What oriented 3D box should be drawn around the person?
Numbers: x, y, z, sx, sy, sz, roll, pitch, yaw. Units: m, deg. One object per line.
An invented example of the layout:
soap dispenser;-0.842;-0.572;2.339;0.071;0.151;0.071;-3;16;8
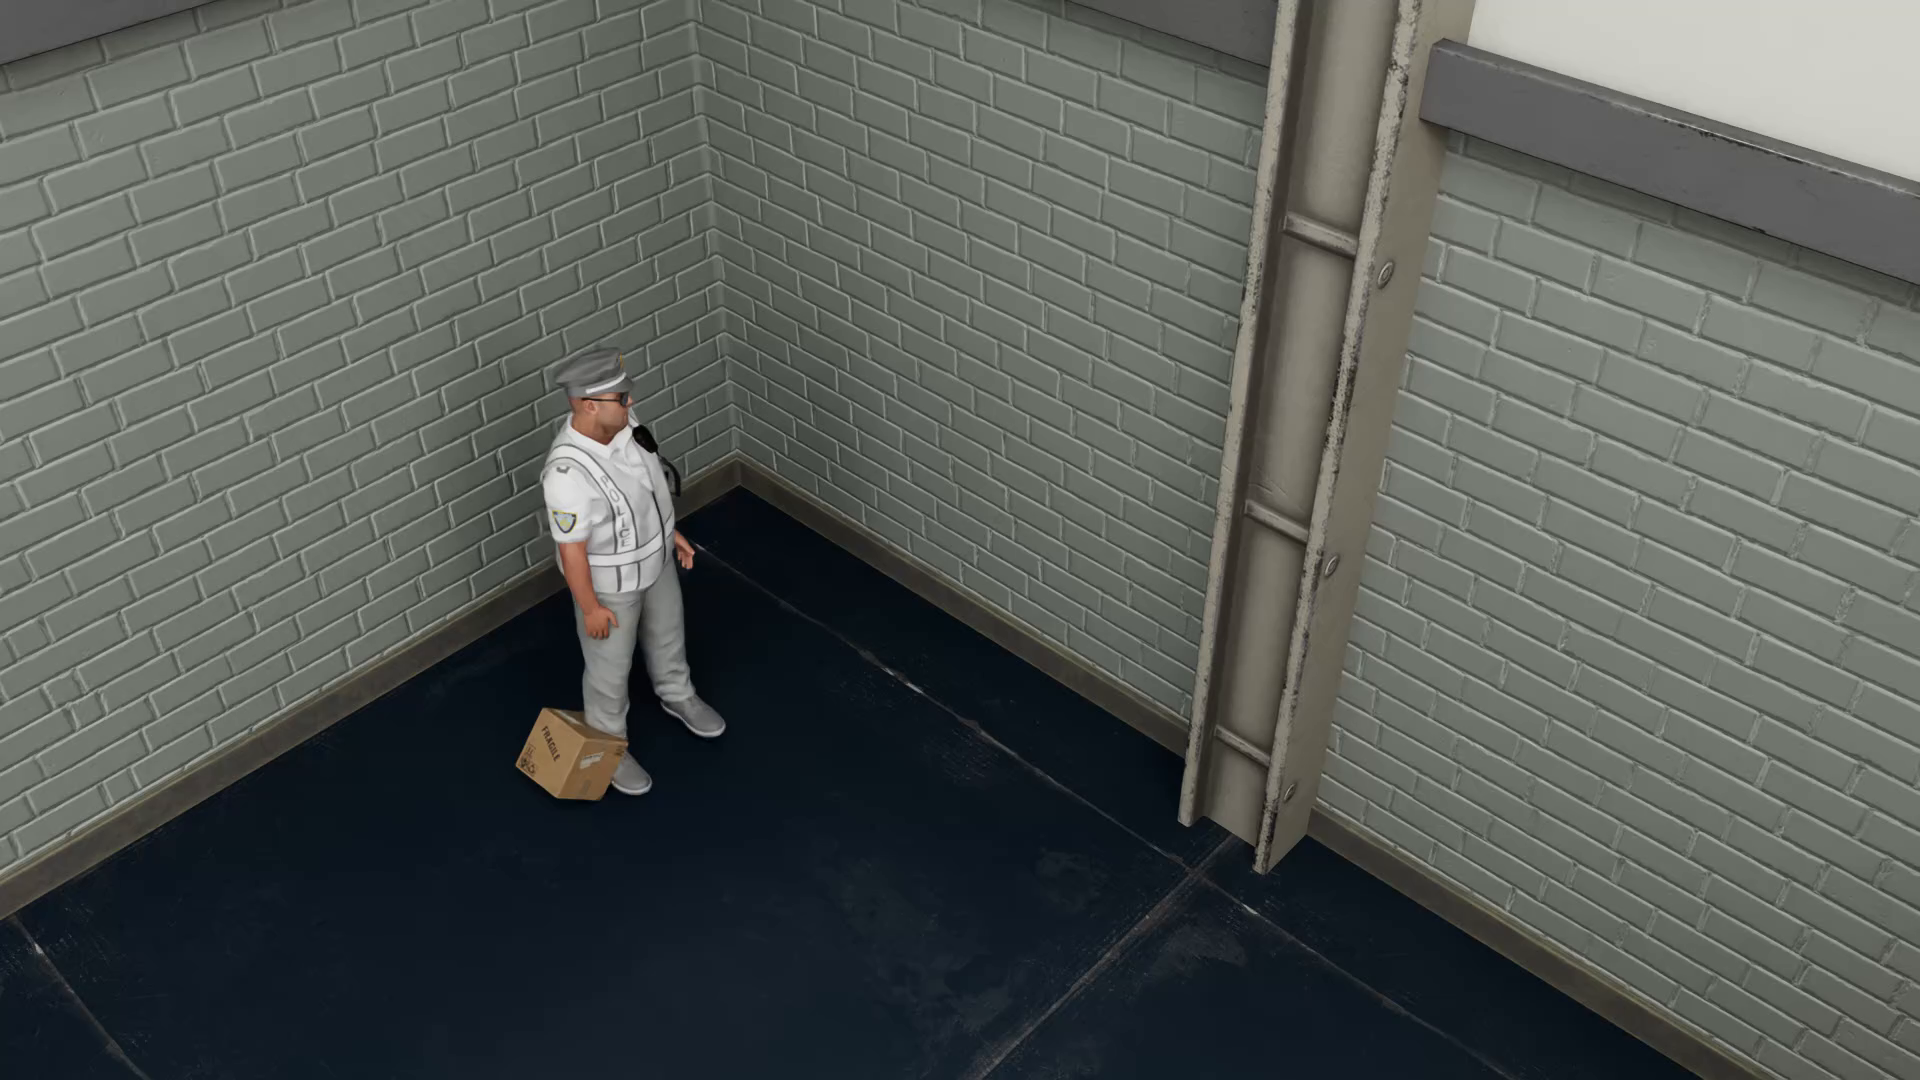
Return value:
person;-1.193;0.112;5.966;0.499;1.769;0.572;13;41;15
